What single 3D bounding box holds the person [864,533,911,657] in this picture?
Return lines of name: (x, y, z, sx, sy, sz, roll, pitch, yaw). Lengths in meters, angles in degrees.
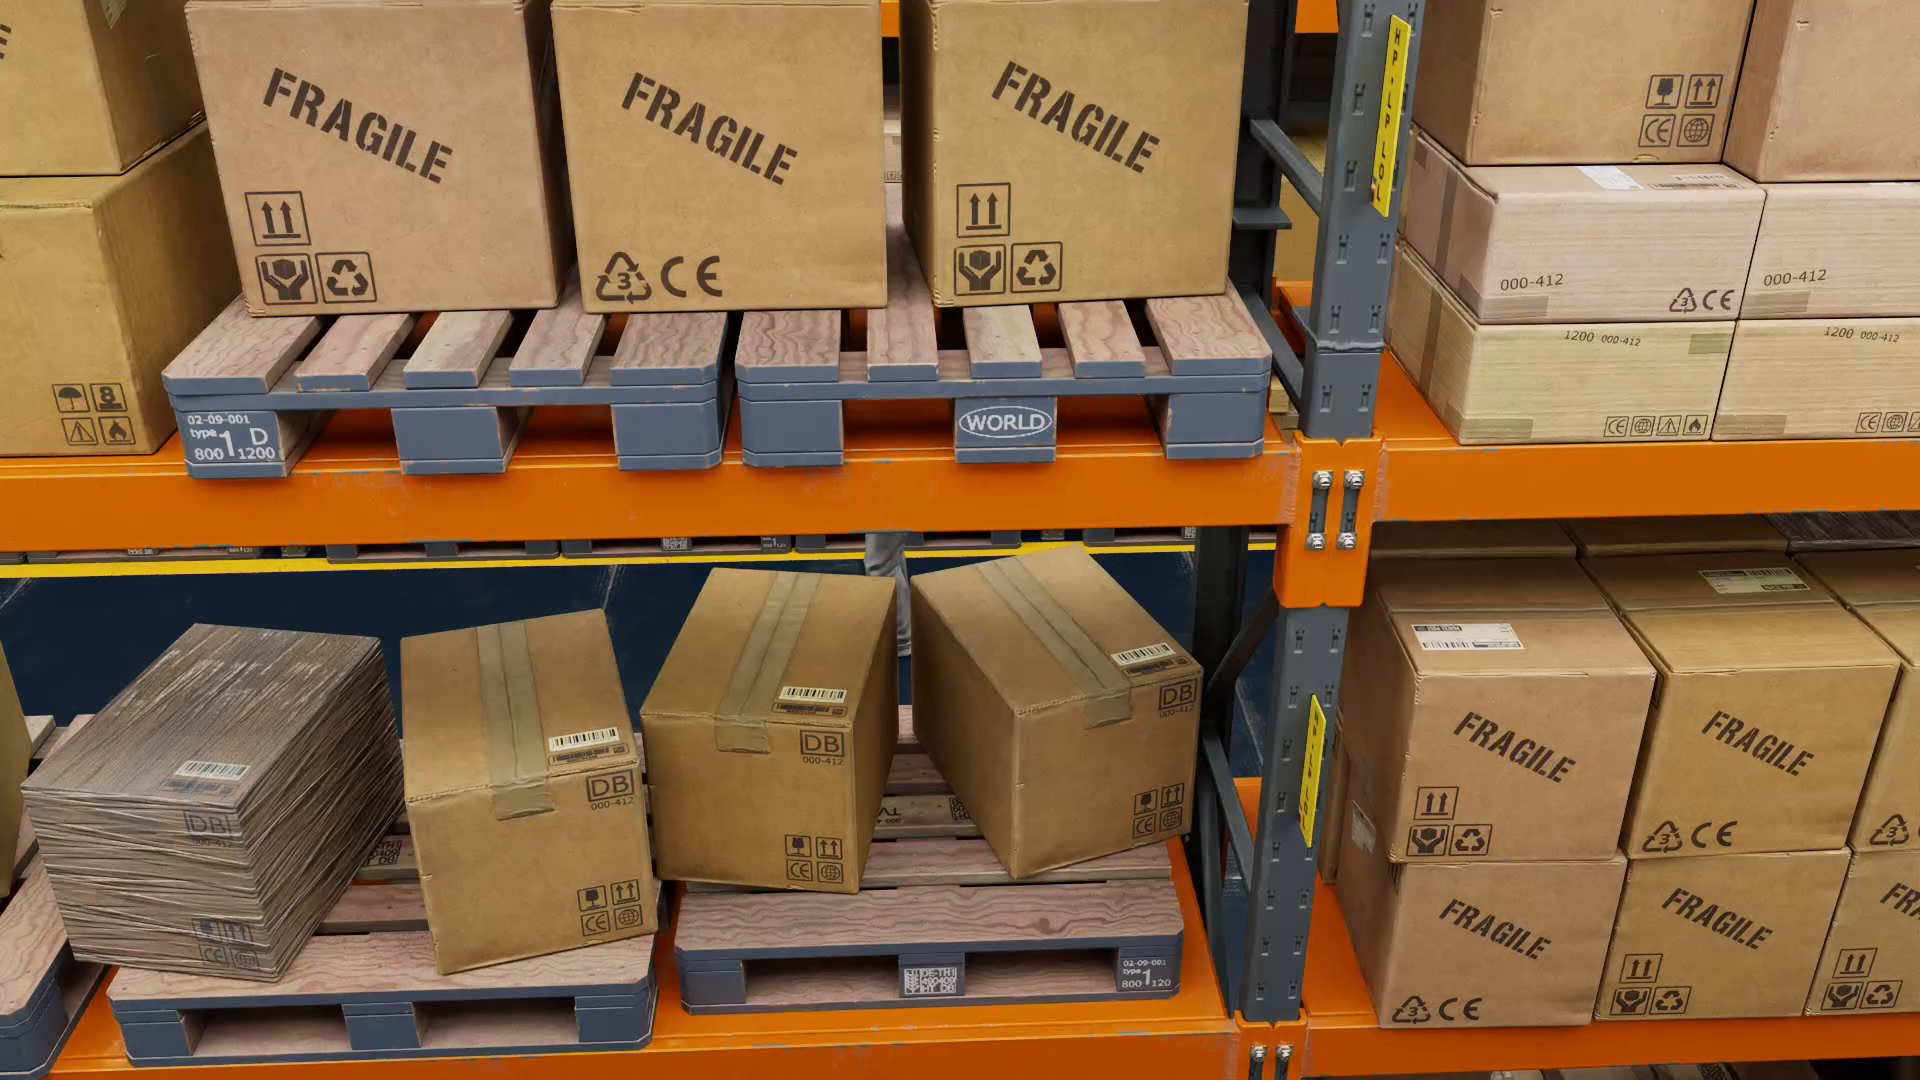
person: (-0.345, -0.244, 7.588, 0.360, 1.672, 0.488, -2, 28, -4)
